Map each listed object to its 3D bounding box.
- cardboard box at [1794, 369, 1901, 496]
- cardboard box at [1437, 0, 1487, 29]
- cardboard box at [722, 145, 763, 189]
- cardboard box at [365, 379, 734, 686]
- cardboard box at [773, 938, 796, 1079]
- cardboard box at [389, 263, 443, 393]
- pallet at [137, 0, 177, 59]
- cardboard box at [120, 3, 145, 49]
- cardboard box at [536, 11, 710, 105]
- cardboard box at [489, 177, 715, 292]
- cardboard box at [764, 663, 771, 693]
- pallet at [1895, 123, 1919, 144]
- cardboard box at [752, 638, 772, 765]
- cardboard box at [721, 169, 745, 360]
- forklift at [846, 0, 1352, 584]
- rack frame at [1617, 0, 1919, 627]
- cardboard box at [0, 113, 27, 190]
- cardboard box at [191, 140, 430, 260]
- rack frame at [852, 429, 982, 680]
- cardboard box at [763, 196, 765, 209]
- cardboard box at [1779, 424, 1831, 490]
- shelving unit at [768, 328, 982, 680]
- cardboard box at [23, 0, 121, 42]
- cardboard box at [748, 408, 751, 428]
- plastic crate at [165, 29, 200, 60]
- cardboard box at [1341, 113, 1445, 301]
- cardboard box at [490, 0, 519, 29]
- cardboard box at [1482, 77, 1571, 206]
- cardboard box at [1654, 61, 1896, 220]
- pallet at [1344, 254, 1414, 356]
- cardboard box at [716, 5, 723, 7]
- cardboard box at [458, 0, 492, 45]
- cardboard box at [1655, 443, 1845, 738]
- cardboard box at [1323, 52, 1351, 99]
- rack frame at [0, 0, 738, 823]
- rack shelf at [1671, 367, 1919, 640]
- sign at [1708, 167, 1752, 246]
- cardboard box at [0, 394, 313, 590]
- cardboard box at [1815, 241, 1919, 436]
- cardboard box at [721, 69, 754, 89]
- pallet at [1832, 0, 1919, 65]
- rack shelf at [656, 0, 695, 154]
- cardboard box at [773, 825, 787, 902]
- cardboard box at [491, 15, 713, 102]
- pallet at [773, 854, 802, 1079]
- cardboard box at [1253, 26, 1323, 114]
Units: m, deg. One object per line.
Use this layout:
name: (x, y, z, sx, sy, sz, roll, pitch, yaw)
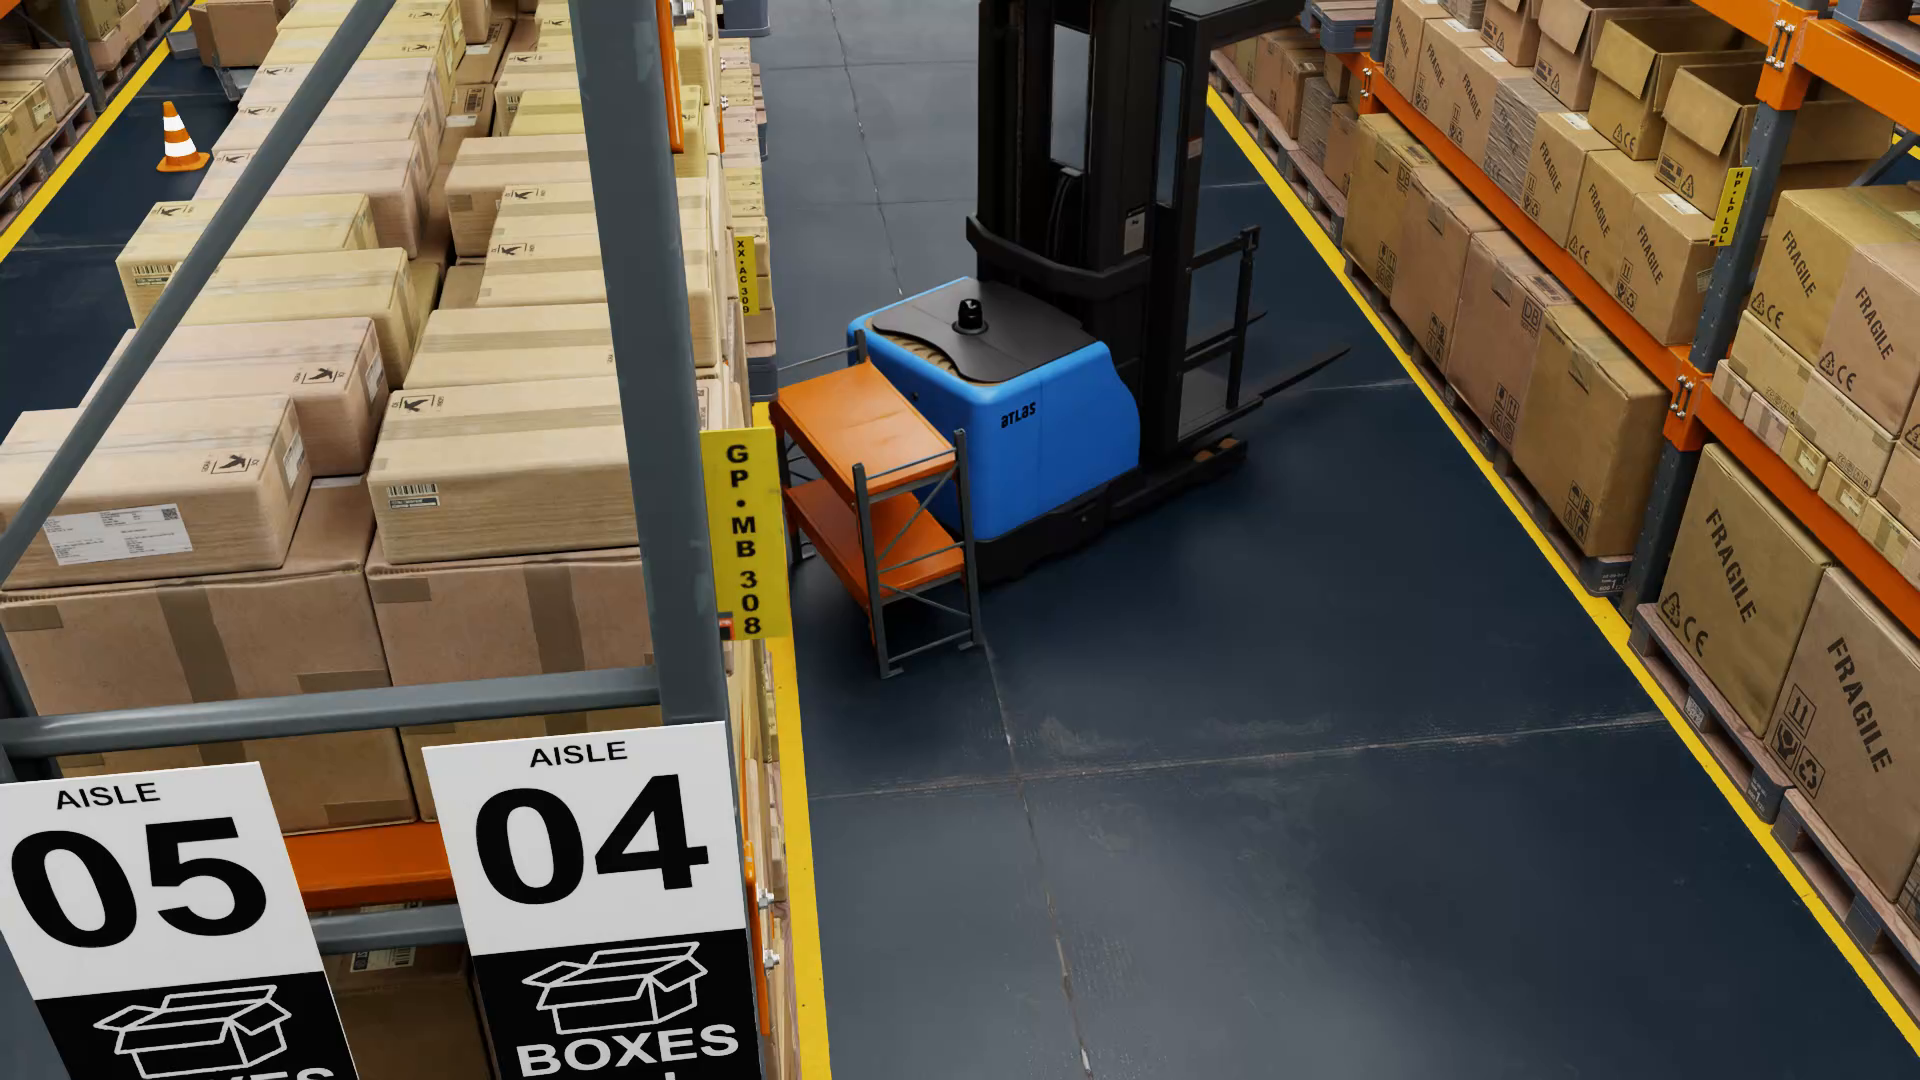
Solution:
cardboard box: (3.439, -0.413, 6.061, 0.500, 0.250, 0.500, -5, 35, -7)
cardboard box: (3.118, -3.190, 9.288, 0.797, 0.503, 0.637, -3, 34, -5)
cardboard box: (-1.059, -1.601, 7.257, 0.380, 0.149, 0.250, -5, 35, -7)
cardboard box: (-0.620, -0.015, 2.634, 0.500, 0.250, 0.500, -4, 34, -6)
cardboard box: (-0.604, 1.204, 3.467, 0.500, 0.500, 0.500, -3, 34, -4)
cardboard box: (-1.201, -0.267, 3.005, 0.500, 0.250, 0.500, -5, 35, -8)
pallet: (-7.615, -4.528, 14.706, 1.003, 0.211, 1.213, -4, 35, -6)
cardboard box: (-7.217, -4.309, 13.979, 0.500, 0.250, 0.500, -3, 34, -4)
cardboard box: (-0.788, -1.128, 3.913, 0.380, 0.149, 0.250, -5, 35, -7)
cardboard box: (-0.647, -0.543, 3.056, 0.380, 0.149, 0.250, -4, 34, -6)
cardboard box: (-0.949, 0.591, 6.614, 0.380, 0.149, 0.250, -6, 35, -9)
pallet: (7.717, -3.481, 13.171, 1.003, 0.211, 1.213, -4, 35, -6)
cardboard box: (-0.736, 0.219, 4.025, 0.500, 0.500, 0.500, -5, 35, -7)
cardboard box: (-1.024, -0.928, 5.707, 0.500, 0.500, 0.500, -6, 35, -8)
forklift: (0.882, -1.708, 8.153, 3.031, 2.935, 1.130, -27, 42, -33)
rack frame: (3.574, -0.912, 6.924, 1.000, 3.000, 0.127, -4, 35, -6)
cardboard box: (-7.054, -2.632, 11.409, 0.950, 0.372, 0.625, -3, 34, -5)
cardboard box: (-1.241, -0.646, 3.206, 0.380, 0.149, 0.250, -5, 35, -7)
rack frame: (-0.168, 0.080, 7.097, 0.500, 1.125, 0.032, -19, 38, -19)
cardboard box: (-1.060, -1.473, 7.334, 0.380, 0.149, 0.250, -6, 35, -8)
cardboard box: (3.355, -0.324, 6.285, 0.380, 0.149, 0.250, -3, 34, -5)
shelving unit: (-0.397, -0.175, 7.473, 0.538, 1.125, 1.048, -19, 38, -19)
cardboard box: (-7.134, -4.322, 13.332, 0.500, 0.500, 0.500, -3, 34, -4)
cardboard box: (-0.941, -0.218, 5.554, 0.500, 0.500, 0.500, -5, 35, -8)
plastic crate: (-6.721, -4.357, 14.573, 0.402, 0.080, 0.583, -16, 38, -23)
cardboard box: (3.108, -2.053, 10.112, 1.225, 0.875, 0.875, -6, 35, -9)
cardboard box: (-1.466, -1.411, 4.683, 0.500, 0.250, 0.500, -5, 35, -7)
cardboard box: (3.041, -2.041, 8.492, 0.500, 0.500, 0.500, -4, 35, -6)
cardboard box: (3.480, -1.723, 7.136, 0.797, 0.503, 0.637, -5, 35, -8)
pallet: (3.067, -1.546, 10.331, 1.003, 0.211, 1.213, -4, 35, -6)
cardboard box: (-1.373, -2.901, 9.166, 0.380, 0.149, 0.250, -6, 35, -8)
cardboard box: (-1.417, -1.379, 4.282, 0.380, 0.149, 0.250, -5, 35, -8)
cardboard box: (3.583, 0.167, 6.855, 0.875, 0.875, 0.875, -4, 35, -6)
cardboard box: (2.834, -3.269, 11.547, 0.500, 0.250, 0.500, -1, 34, -1)
rack frame: (-0.817, -0.839, 1.491, 1.000, 3.000, 0.127, -4, 35, -6)
rack shelf: (3.843, 0.502, 5.489, 1.077, 0.370, 4.000, -4, 35, -6)
sign: (3.037, -1.311, 6.552, 0.100, 0.325, 0.005, -4, 35, -6)
cardboard box: (-1.153, -0.072, 2.364, 0.380, 0.149, 0.250, -5, 35, -7)
cardboard box: (3.443, -0.721, 5.847, 0.500, 0.500, 0.500, -4, 35, -6)
cardboard box: (-1.201, -2.180, 8.107, 0.380, 0.149, 0.250, -3, 34, -4)
pallet: (3.673, -1.657, 5.433, 1.003, 0.211, 1.213, -4, 35, -6)
rack shelf: (-1.086, -1.657, 3.332, 1.077, 0.370, 4.000, -4, 35, -6)
cardboard box: (-0.825, 1.183, 6.010, 0.380, 0.149, 0.250, -4, 35, -6)
cardboard box: (-0.908, -1.157, 4.309, 0.500, 0.250, 0.500, -3, 34, -4)
pallet: (-1.062, 1.614, 5.694, 1.003, 0.211, 1.213, -4, 35, -6)
cardboard box: (2.680, -3.601, 12.699, 0.700, 0.500, 0.500, -7, 35, -10)
